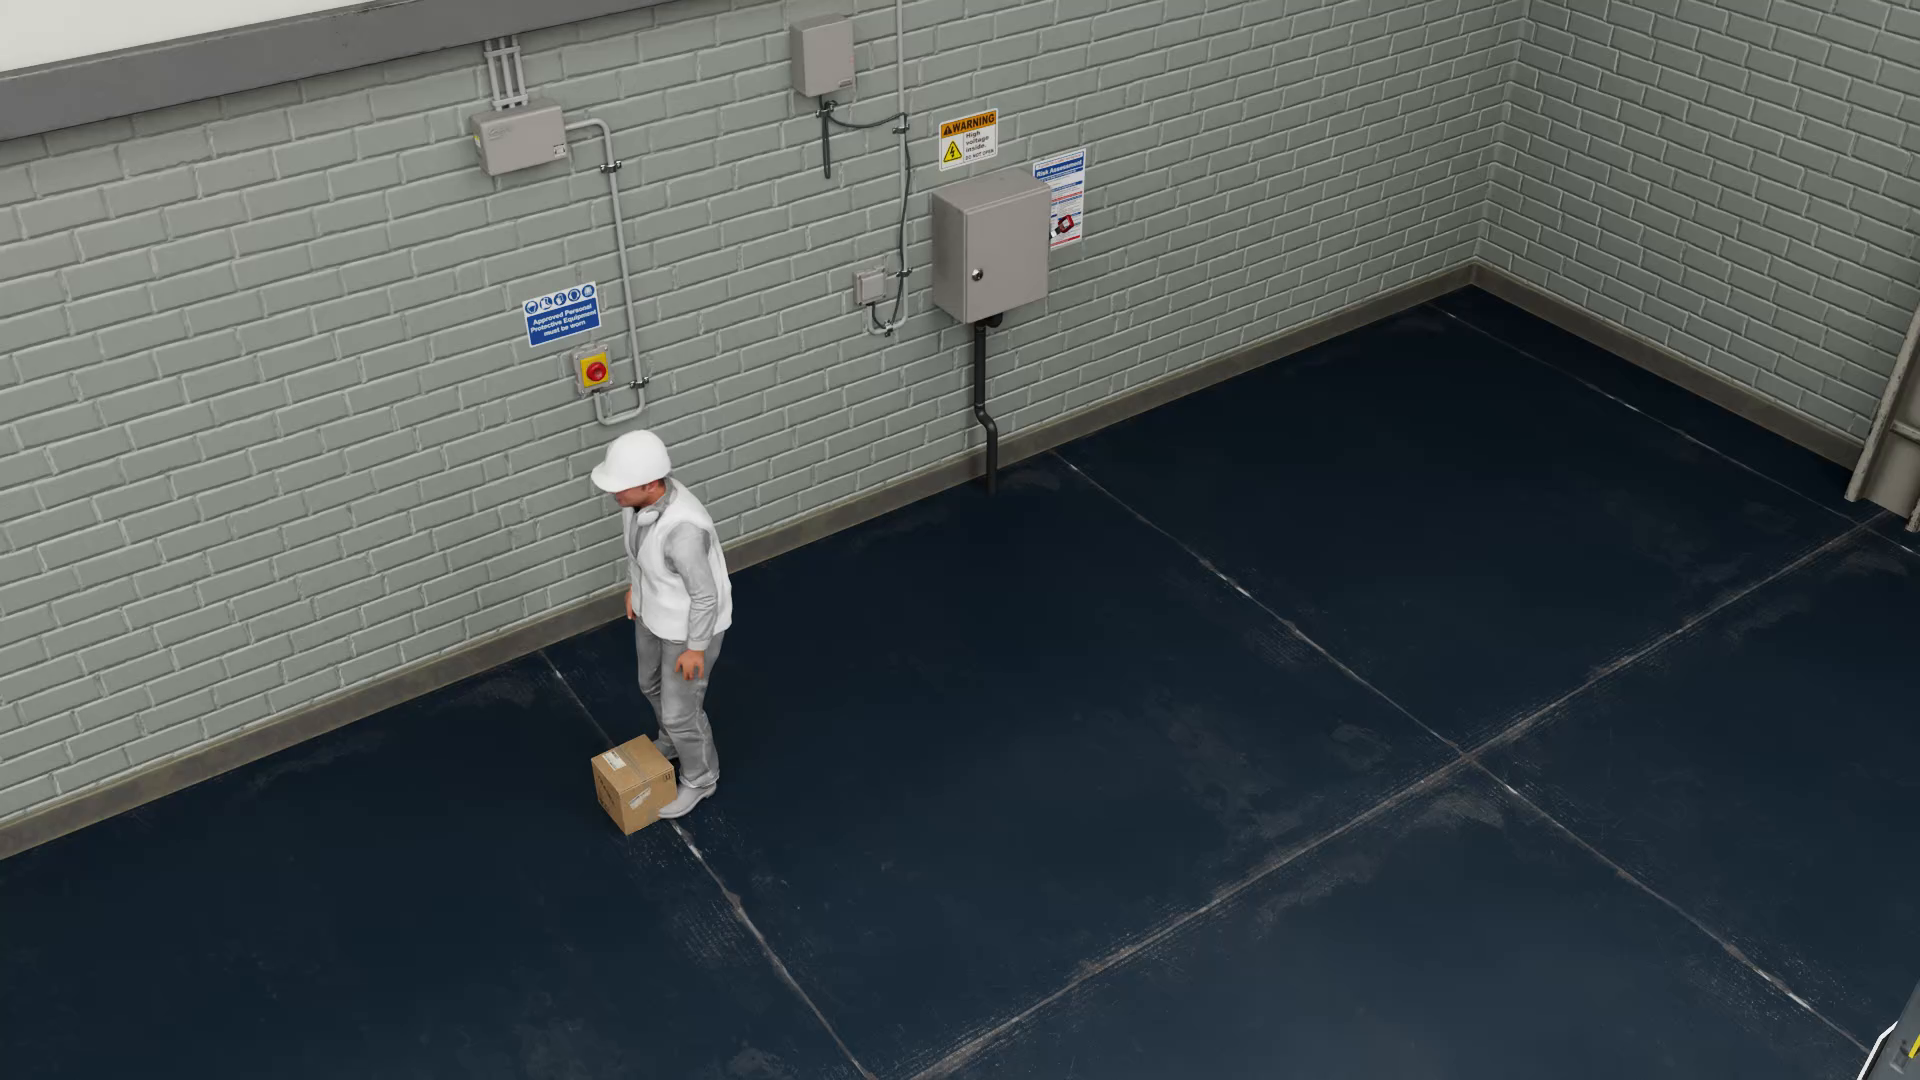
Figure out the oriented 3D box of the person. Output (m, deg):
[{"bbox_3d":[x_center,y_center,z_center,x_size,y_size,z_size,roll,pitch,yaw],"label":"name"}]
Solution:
[{"bbox_3d":[-1.142,0.305,6.562,0.463,1.771,0.580,-23,42,-28],"label":"person"}]
